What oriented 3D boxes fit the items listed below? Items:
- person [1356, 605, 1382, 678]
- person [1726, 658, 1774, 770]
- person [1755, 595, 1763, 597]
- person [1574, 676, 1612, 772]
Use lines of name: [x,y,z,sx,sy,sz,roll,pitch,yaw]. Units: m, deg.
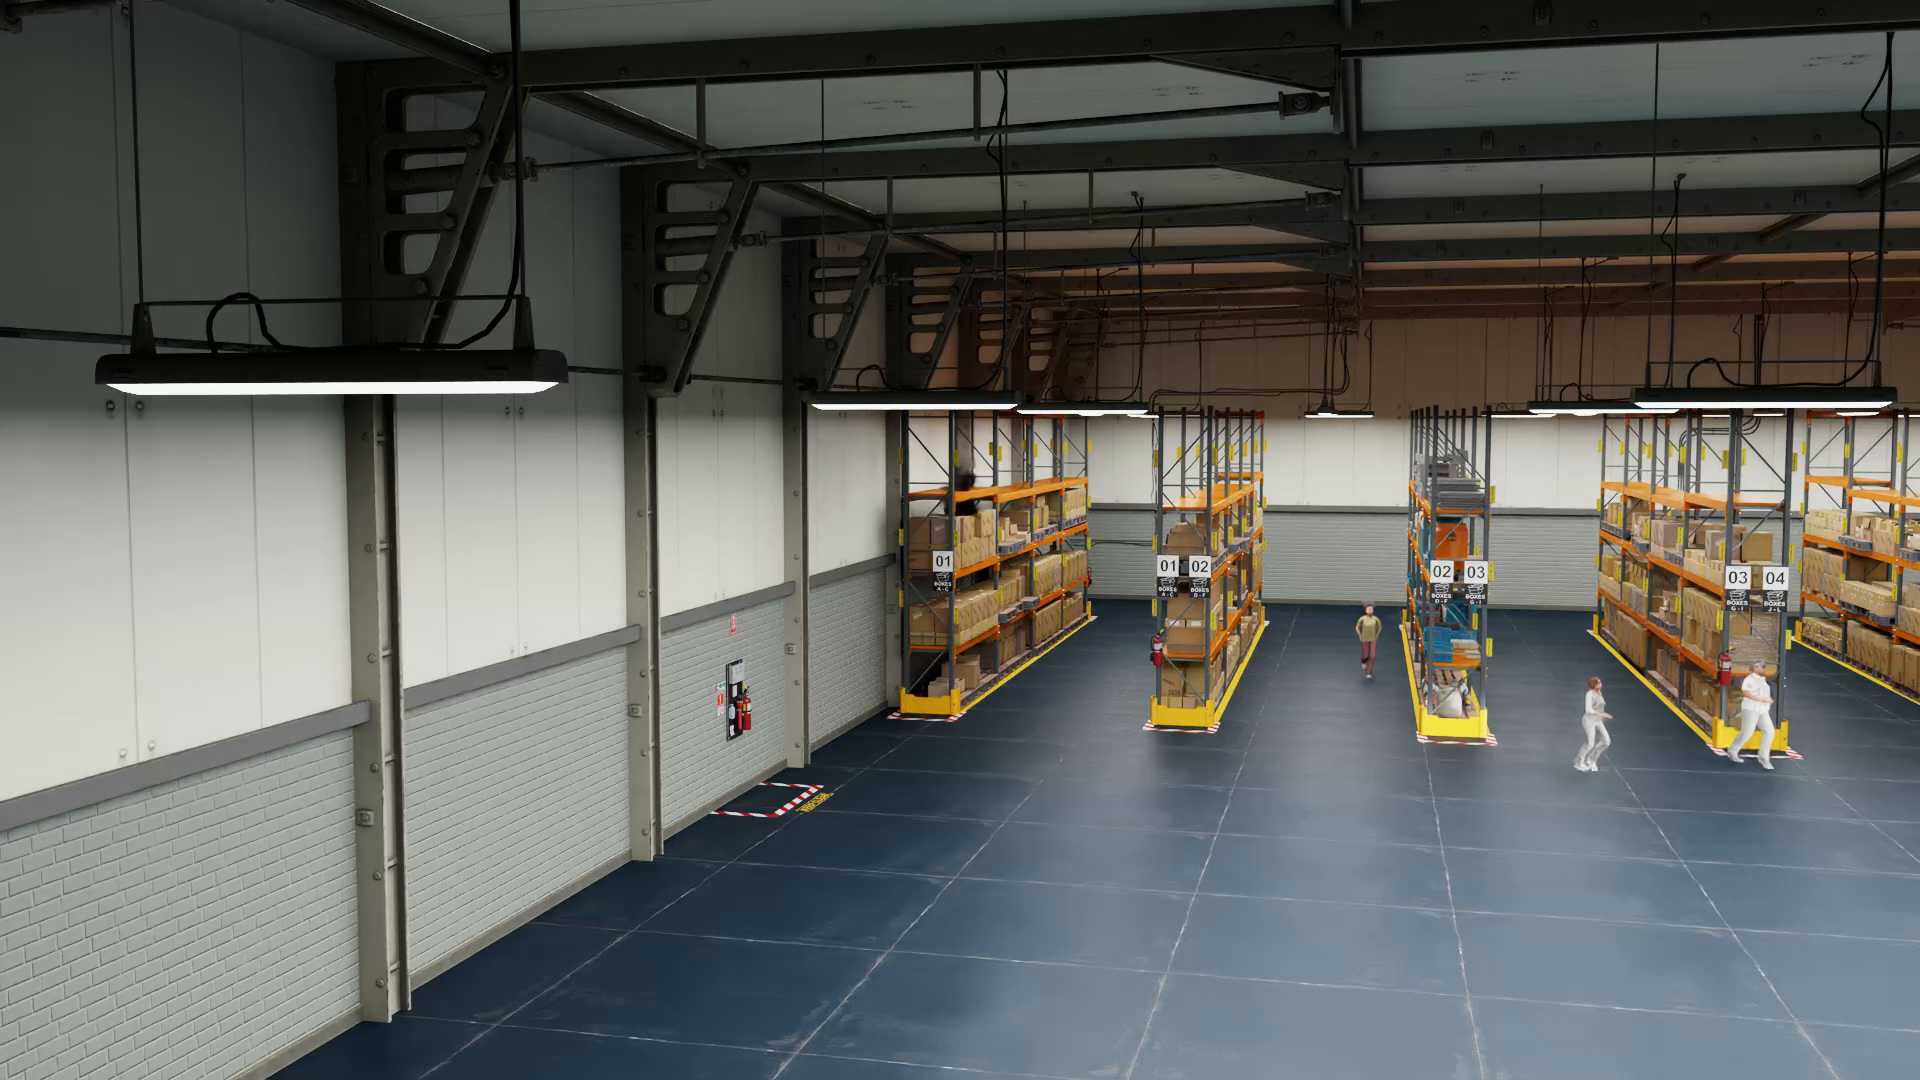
person: [9.144,2.250,37.171,0.581,1.629,0.633,0,4,5]
person: [13.218,2.856,27.610,0.678,1.811,0.792,-3,5,-32]
person: [20.487,1.759,43.205,0.557,1.709,0.745,-4,6,-44]
person: [10.310,3.045,26.993,0.562,1.499,0.642,-4,5,-41]
